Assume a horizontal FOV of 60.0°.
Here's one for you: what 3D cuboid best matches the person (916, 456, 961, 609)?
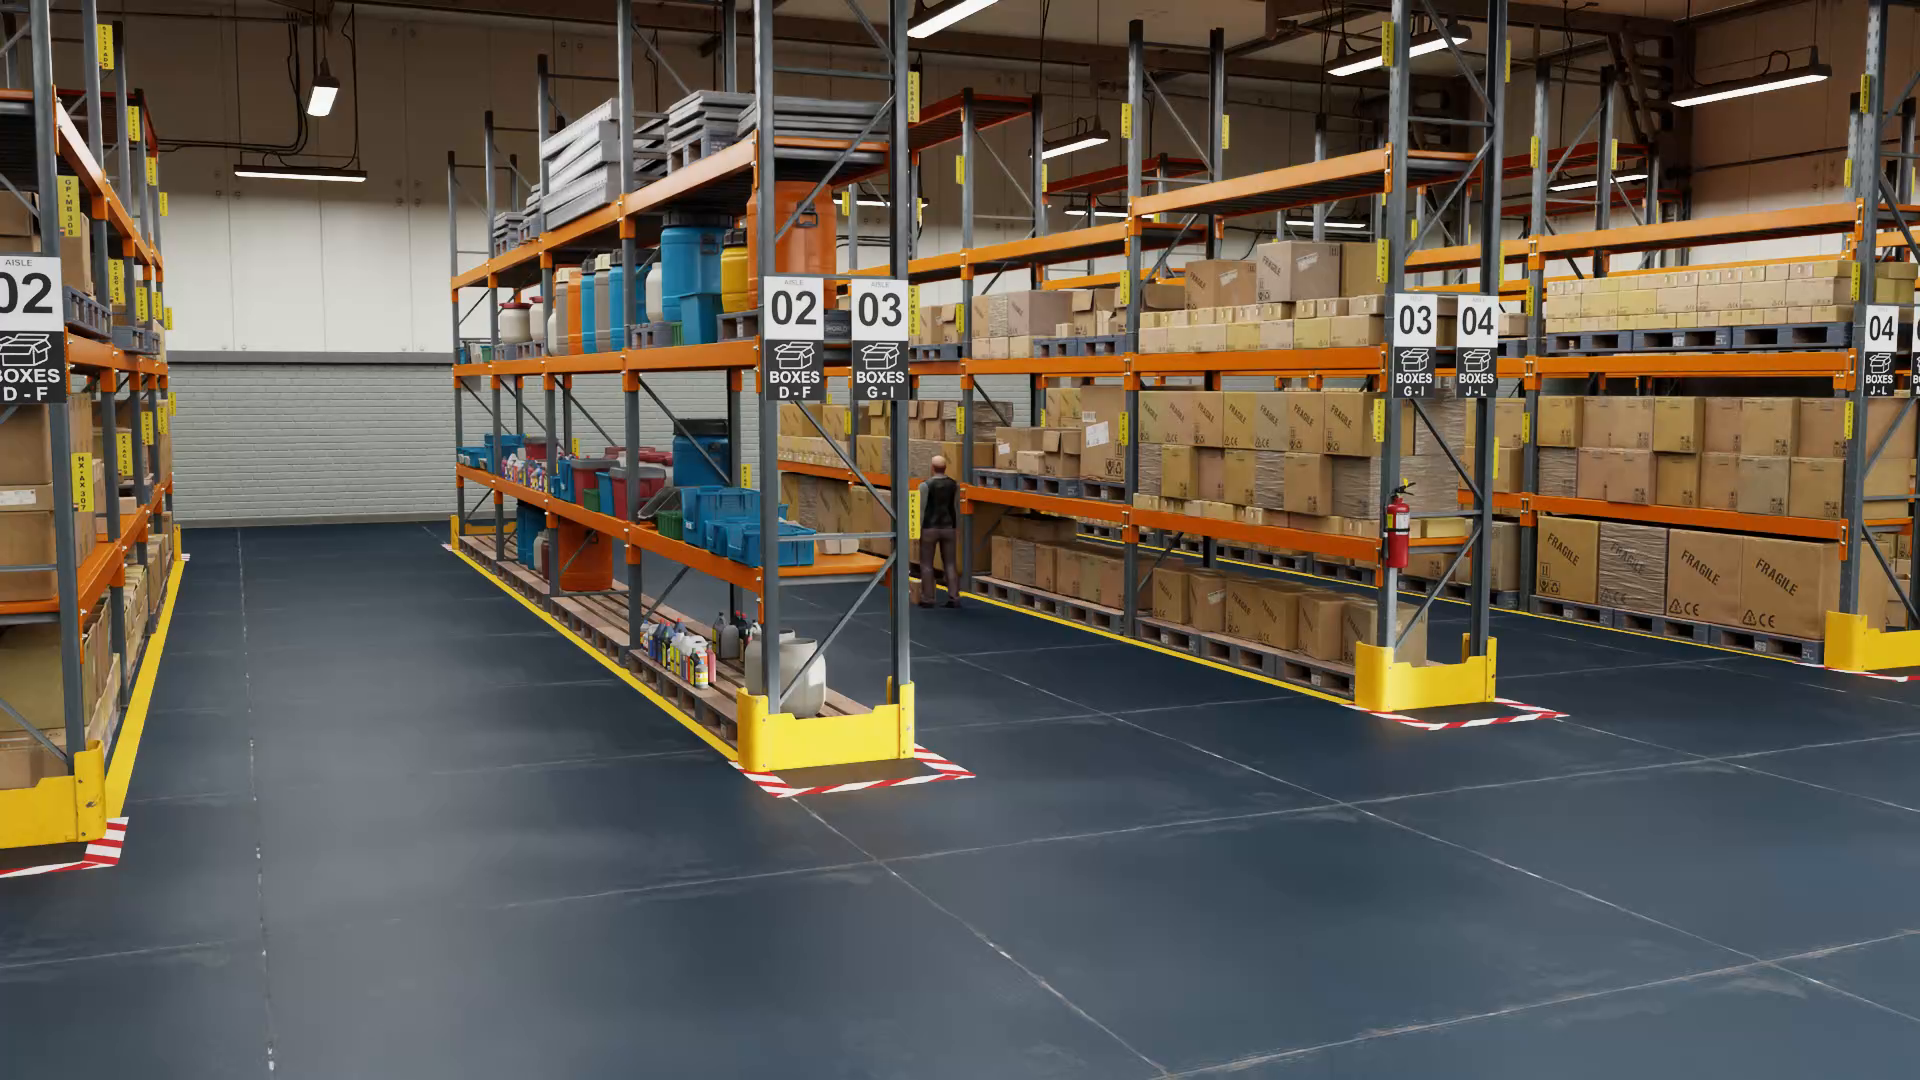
[{"bbox_3d":[-0.266,-0.077,18.749,0.537,1.753,0.429,-2,6,-22],"label":"person"}]
